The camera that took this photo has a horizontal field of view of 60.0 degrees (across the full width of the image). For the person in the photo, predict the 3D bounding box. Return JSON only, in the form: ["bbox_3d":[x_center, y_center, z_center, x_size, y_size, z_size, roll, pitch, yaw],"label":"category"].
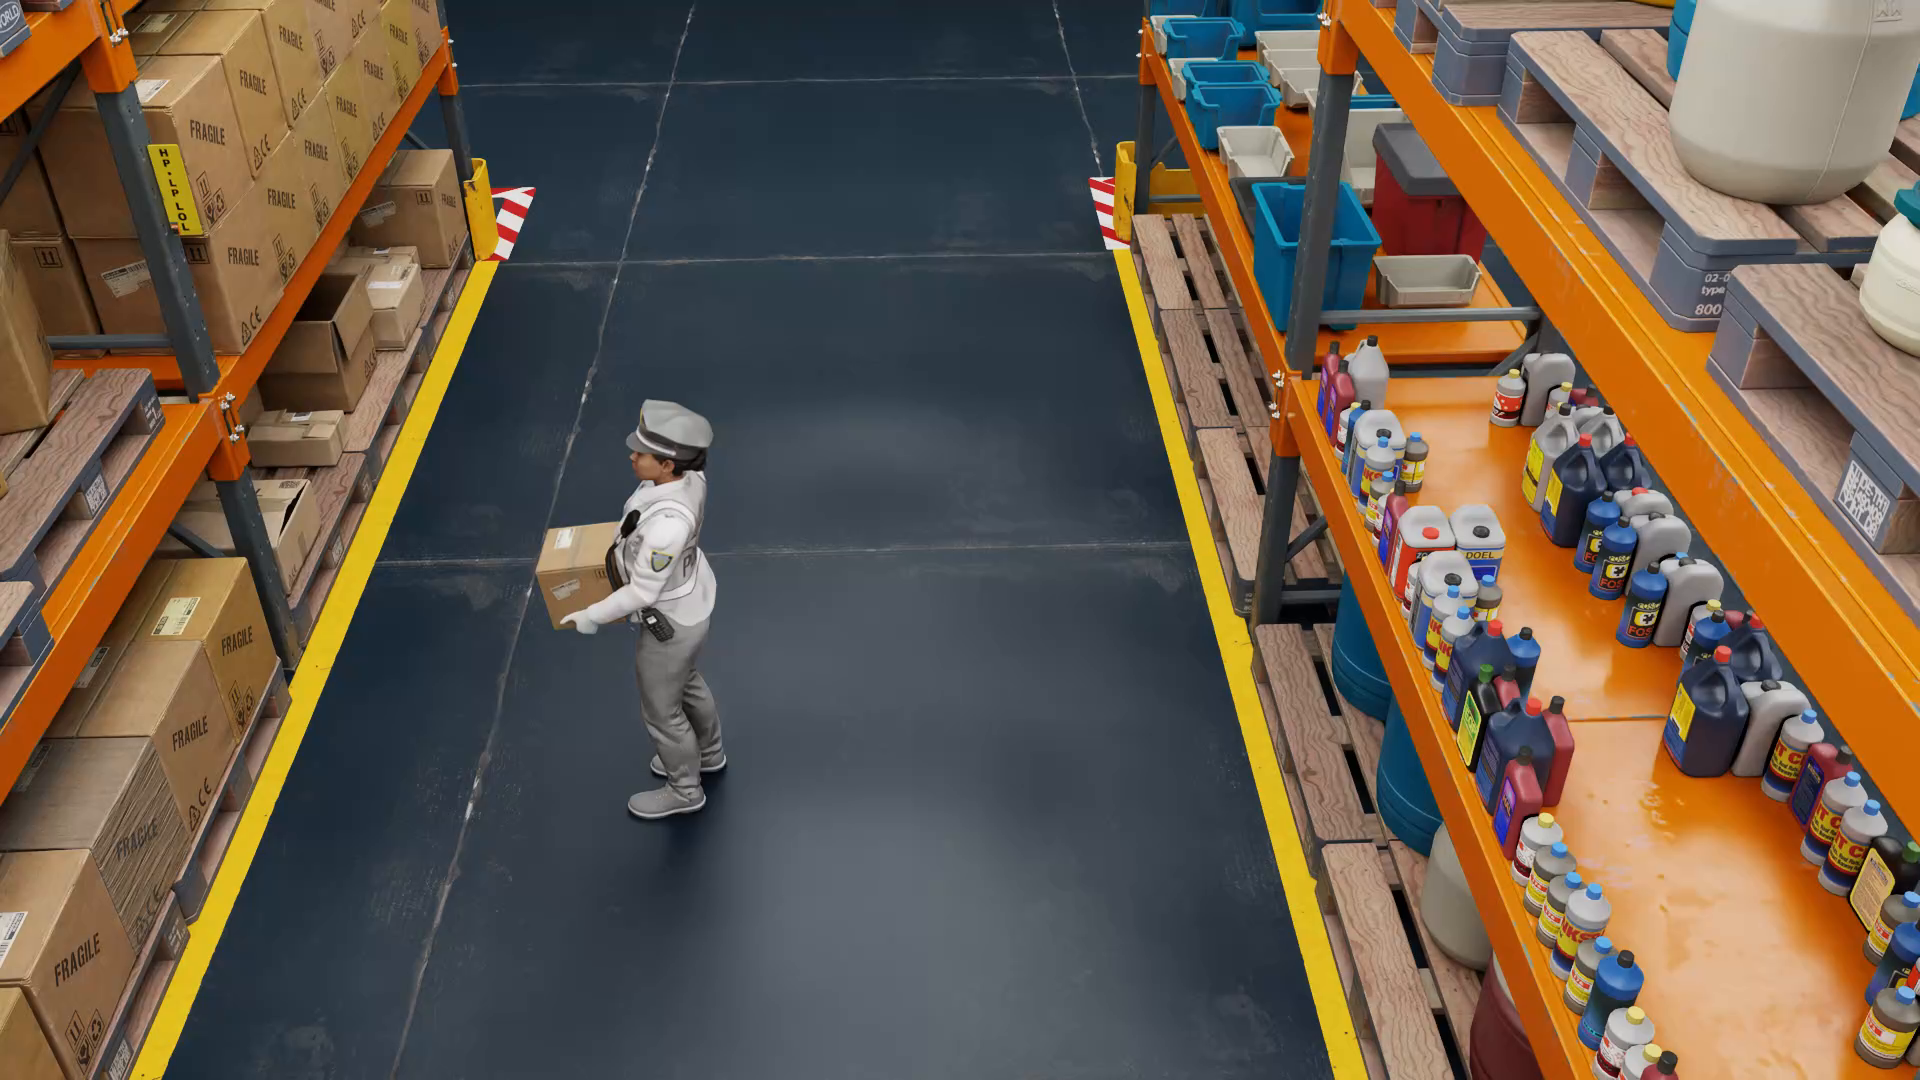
[{"bbox_3d":[-1.074,0.253,5.771,0.560,1.686,0.459,-1,35,-1],"label":"person"}]
